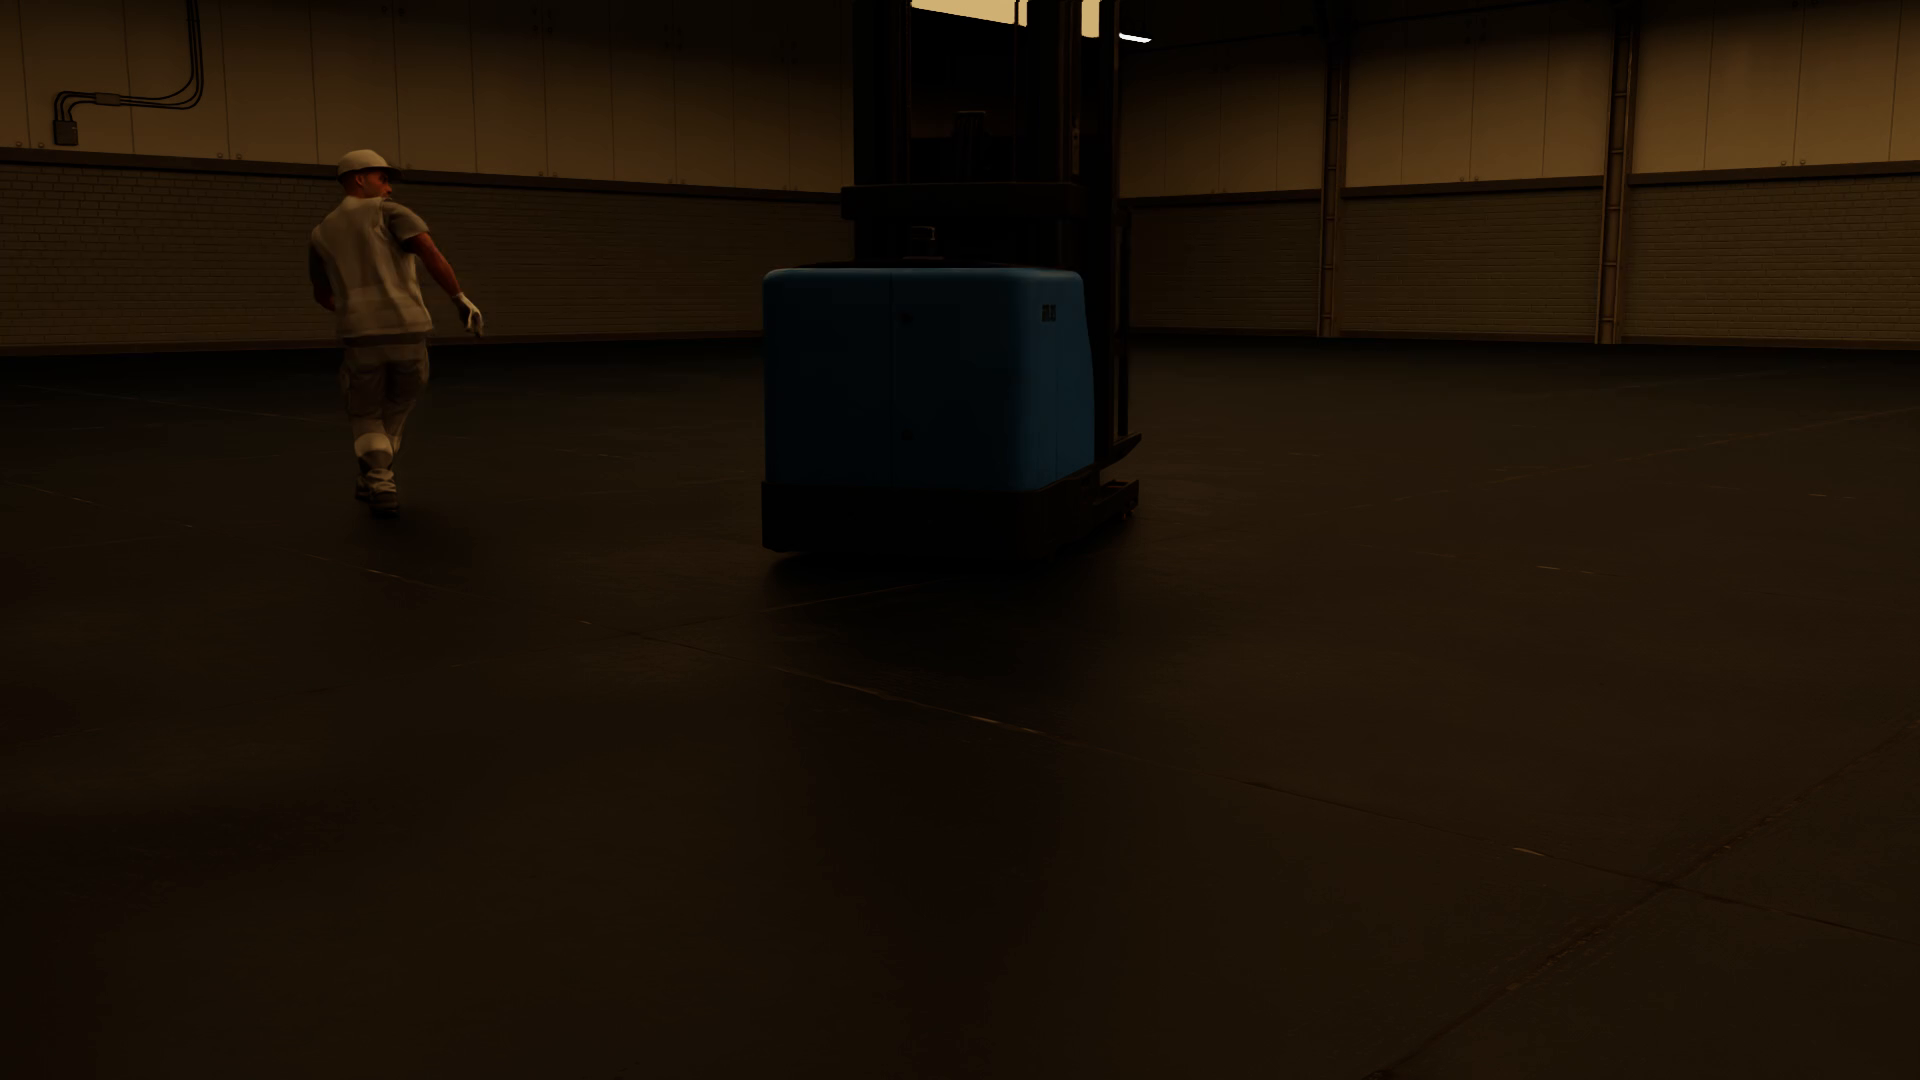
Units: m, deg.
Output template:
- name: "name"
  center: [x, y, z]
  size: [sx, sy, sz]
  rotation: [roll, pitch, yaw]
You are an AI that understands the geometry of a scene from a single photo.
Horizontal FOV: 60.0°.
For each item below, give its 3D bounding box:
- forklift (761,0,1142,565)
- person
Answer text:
- name: "forklift"
  center: [0.176, -1.540, 7.103]
  size: [1.130, 2.935, 3.031]
  rotation: [2, 9, 16]
- name: "person"
  center: [-2.565, -0.960, 7.650]
  size: [0.803, 1.636, 0.816]
  rotation: [-1, 9, -8]
